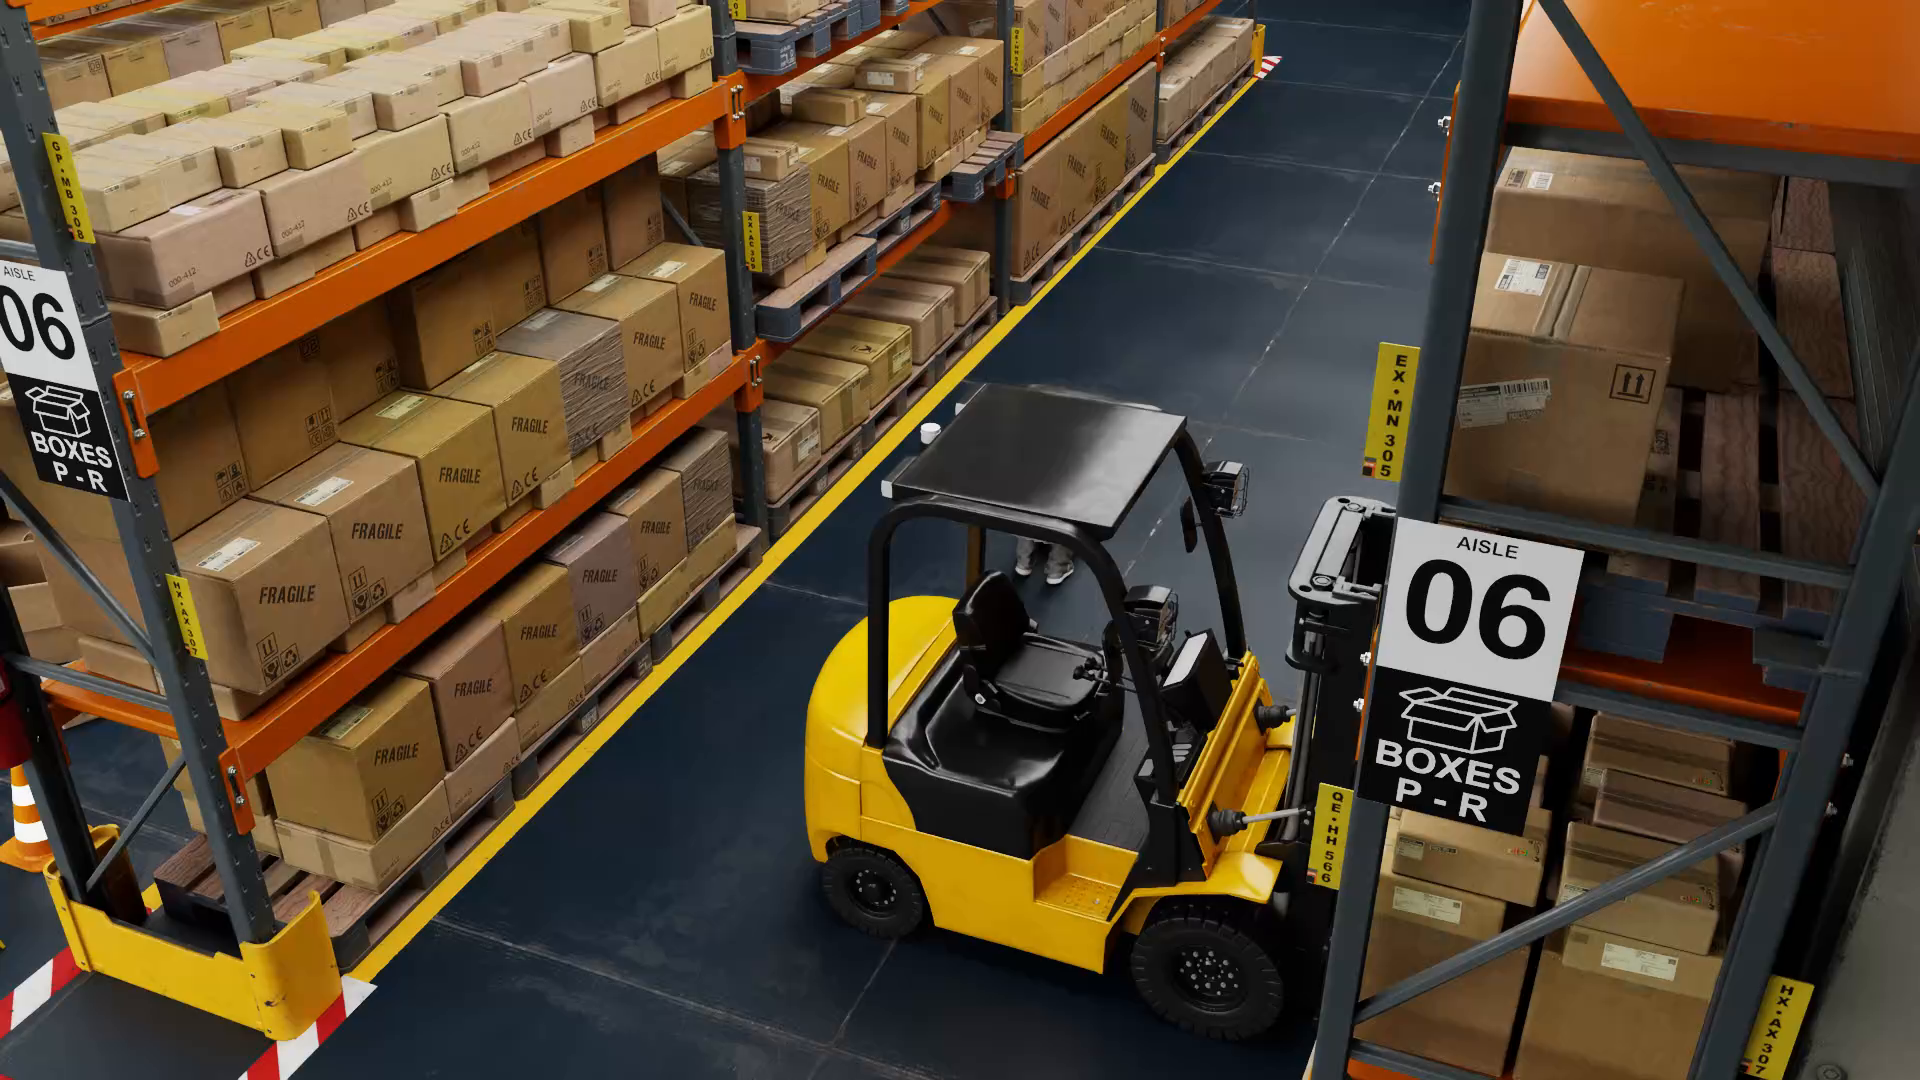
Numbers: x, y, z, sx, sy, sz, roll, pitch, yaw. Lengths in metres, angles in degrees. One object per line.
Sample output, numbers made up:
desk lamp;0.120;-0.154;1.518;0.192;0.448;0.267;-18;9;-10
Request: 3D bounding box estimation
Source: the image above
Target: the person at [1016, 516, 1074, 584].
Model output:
person;0.526;-0.166;9.615;0.421;0.702;0.858;11;32;18
